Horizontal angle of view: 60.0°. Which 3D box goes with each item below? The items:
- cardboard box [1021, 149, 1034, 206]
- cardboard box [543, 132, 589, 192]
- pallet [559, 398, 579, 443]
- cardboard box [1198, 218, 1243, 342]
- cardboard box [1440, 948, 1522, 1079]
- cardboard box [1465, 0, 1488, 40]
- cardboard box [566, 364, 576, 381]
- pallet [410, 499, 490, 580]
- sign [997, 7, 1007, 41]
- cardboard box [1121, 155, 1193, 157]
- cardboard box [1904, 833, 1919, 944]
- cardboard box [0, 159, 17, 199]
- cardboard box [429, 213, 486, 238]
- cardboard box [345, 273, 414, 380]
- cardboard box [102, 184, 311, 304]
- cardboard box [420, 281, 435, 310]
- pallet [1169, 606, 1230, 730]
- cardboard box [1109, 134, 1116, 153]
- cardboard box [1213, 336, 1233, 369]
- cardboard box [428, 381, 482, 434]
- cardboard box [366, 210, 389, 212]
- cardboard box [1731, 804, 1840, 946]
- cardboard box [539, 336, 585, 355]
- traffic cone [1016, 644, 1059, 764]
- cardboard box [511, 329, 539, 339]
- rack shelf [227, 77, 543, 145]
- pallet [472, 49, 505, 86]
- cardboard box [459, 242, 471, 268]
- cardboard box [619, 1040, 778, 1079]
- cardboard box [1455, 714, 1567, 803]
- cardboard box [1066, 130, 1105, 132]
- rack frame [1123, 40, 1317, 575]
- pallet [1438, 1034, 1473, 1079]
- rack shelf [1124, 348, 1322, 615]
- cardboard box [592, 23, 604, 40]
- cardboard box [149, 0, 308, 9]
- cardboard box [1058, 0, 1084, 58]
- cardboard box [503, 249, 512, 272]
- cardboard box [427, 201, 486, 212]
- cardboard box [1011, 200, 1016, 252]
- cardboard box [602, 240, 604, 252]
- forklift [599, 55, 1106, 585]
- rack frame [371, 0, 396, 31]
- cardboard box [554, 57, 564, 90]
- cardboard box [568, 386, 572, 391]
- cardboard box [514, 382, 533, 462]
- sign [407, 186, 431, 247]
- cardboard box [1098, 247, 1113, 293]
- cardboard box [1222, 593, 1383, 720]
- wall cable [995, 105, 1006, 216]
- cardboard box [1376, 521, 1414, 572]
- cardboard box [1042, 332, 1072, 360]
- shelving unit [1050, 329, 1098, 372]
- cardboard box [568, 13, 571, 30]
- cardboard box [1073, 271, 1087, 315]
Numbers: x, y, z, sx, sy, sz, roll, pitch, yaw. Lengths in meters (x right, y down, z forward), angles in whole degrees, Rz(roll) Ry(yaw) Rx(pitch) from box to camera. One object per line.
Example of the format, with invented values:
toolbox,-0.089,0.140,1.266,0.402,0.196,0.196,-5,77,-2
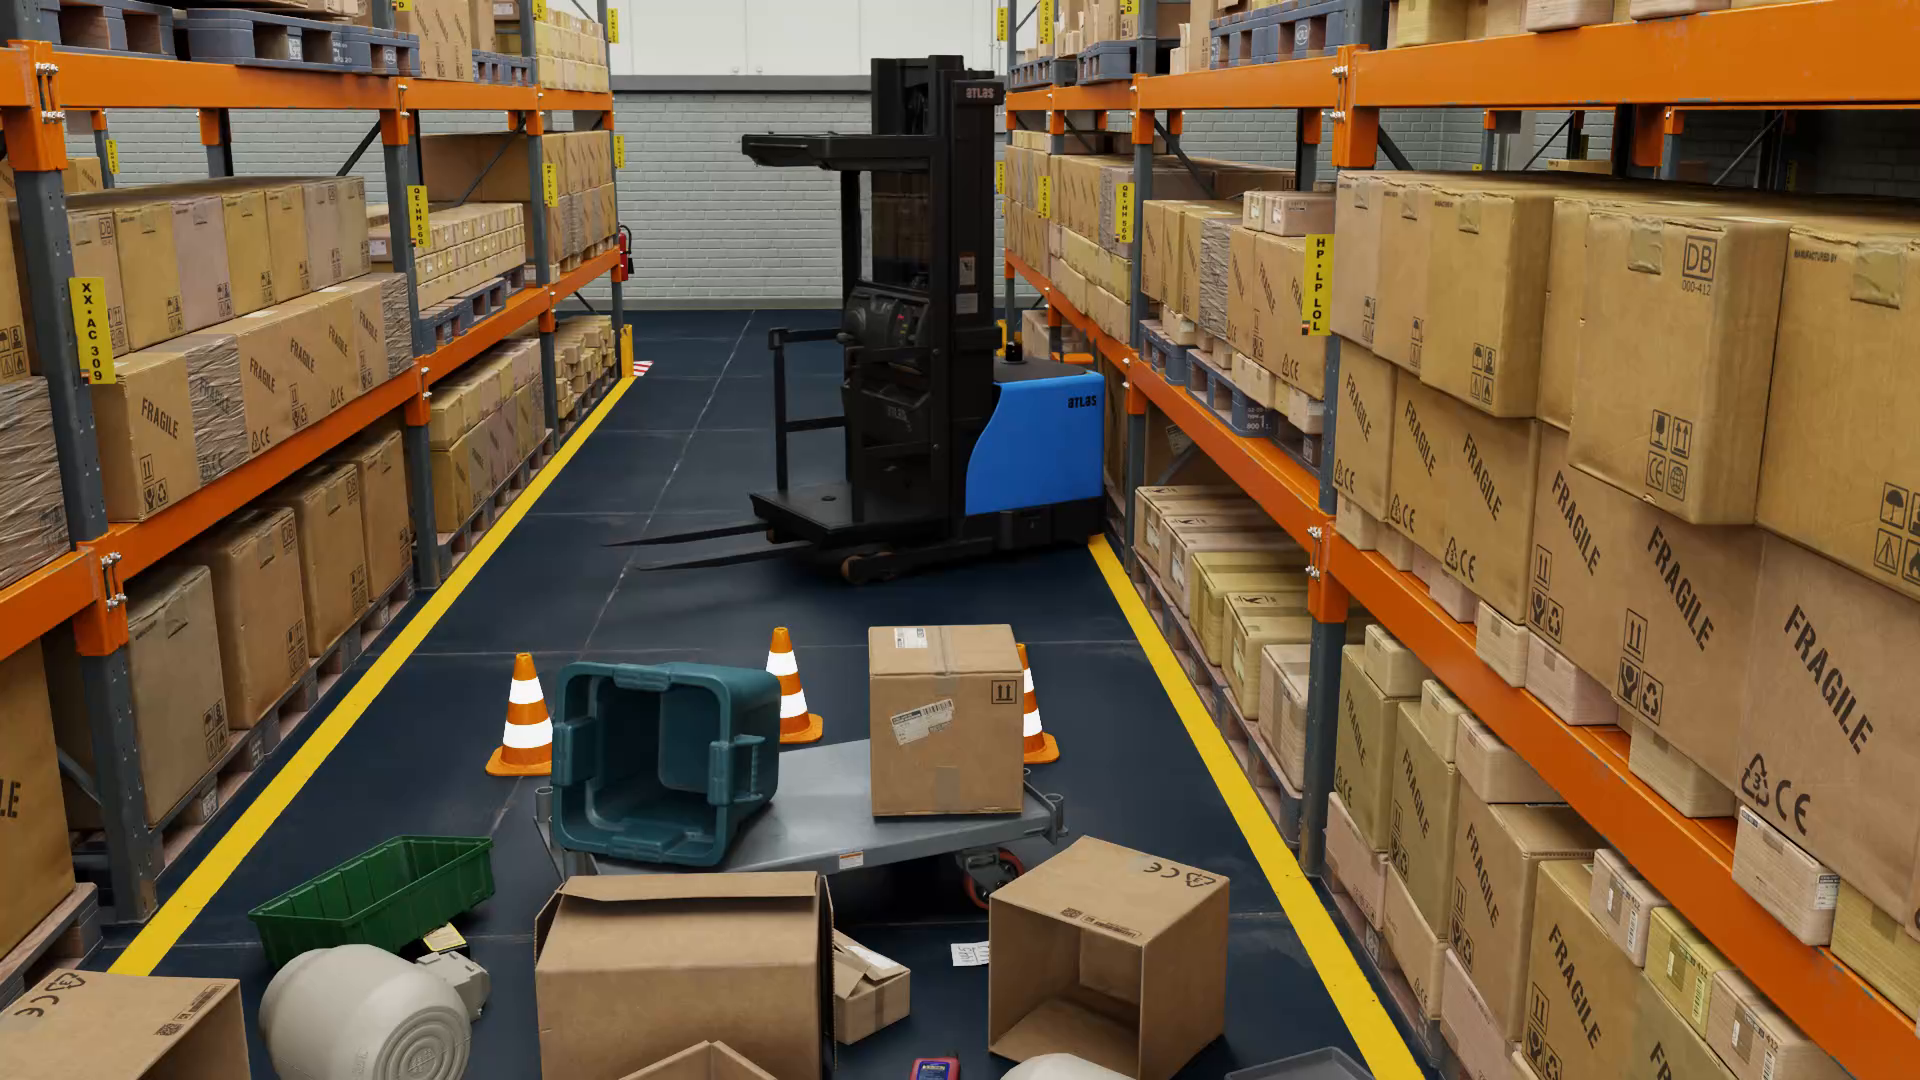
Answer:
cardboard box,0.832,-3.289,15.082,0.500,0.500,0.500,-1,14,-3
cardboard box,-3.574,-3.339,14.679,0.500,0.500,0.500,-1,14,-5
pallet,-3.788,-0.980,13.912,1.003,0.211,1.213,-1,14,-3
cardboard box,1.370,-1.165,7.395,0.500,0.500,0.500,-1,14,-6
cardboard box,1.566,1.268,4.255,0.500,0.250,0.500,-1,14,-4
cardboard box,1.580,-1.400,4.431,0.380,0.149,0.250,-1,14,-3
cardboard box,-3.578,-1.483,14.554,0.380,0.149,0.250,0,14,-1
pallet,-3.510,-0.013,10.154,1.003,0.211,1.213,-1,14,-3
sign,0.421,-5.168,16.658,0.100,0.325,0.005,-1,14,-3
cardboard box,1.502,-2.691,12.758,0.500,0.500,0.500,0,14,-2
cardboard box,1.658,0.396,2.171,0.500,0.500,0.500,-1,14,-4
cardboard box,-9.124,-3.294,15.509,0.500,0.500,0.500,-1,14,-5
cardboard box,-3.411,-2.113,11.186,0.380,0.149,0.250,-2,15,-6
cardboard box,-3.167,-1.110,8.619,0.500,0.500,0.500,-1,14,-3
cardboard box,-3.378,-1.337,7.495,0.700,0.500,0.500,-1,14,-4
cardboard box,-3.306,-1.432,9.734,0.380,0.149,0.250,0,14,-1
pallet,1.591,0.577,7.861,1.003,0.211,1.213,-1,14,-3
cardboard box,1.431,-3.258,13.662,0.380,0.149,0.250,-1,14,-3
cardboard box,1.358,-0.866,7.534,0.380,0.149,0.250,0,14,-2
cardboard box,-3.296,-0.827,10.388,0.500,0.250,0.500,-1,14,-4
cardboard box,-4.096,-2.234,11.655,0.380,0.149,0.250,-1,14,-4
cardboard box,1.563,0.562,2.827,0.380,0.149,0.250,-1,14,-2
cardboard box,-3.597,-1.753,15.004,0.380,0.149,0.250,-1,14,-3
traffic cone,0.245,0.666,7.010,0.336,0.463,0.334,-1,14,-3
cardboard box,-4.135,-1.873,15.472,0.380,0.149,0.250,0,14,-1
rack shelf,-3.587,-2.771,10.700,1.077,0.370,4.000,-1,14,-3
pallet,-3.712,-3.113,10.962,1.213,0.211,1.003,-1,14,-3
cardboard box,-3.374,-1.839,10.717,0.380,0.149,0.250,-1,14,-4
cardboard box,-0.669,1.530,3.570,0.797,0.503,0.637,-13,20,-42
cardboard box,1.487,0.553,4.228,0.380,0.149,0.250,0,14,0
cardboard box,1.237,-3.958,16.382,0.380,0.149,0.250,-1,14,-2
rack frame,1.471,-1.271,9.446,1.000,3.000,0.127,-1,14,-3
pallet,1.875,1.545,4.098,1.003,0.211,1.213,-1,14,-3
rack shelf,1.595,-0.425,7.602,1.077,0.370,4.000,-1,14,-3
cardboard box,-3.645,-4.896,16.013,0.380,0.149,0.250,-1,14,-4
cardboard box,-3.076,-2.494,6.936,0.500,0.500,0.500,-1,14,-3
cardboard box,0.989,-3.746,12.004,0.500,0.500,0.500,-1,14,-4
cardboard box,-3.458,-2.023,12.032,0.380,0.149,0.250,-1,14,-4
cardboard box,-4.023,-2.472,13.318,0.500,0.500,0.500,-1,14,-3
cardboard box,0.778,-3.060,16.197,0.500,0.500,0.500,-1,14,-4
cardboard box,-3.648,-2.836,16.033,0.380,0.149,0.250,-1,14,-4
forklift,-0.615,-1.312,9.744,3.031,2.935,1.130,-9,17,-30
rack frame,-3.463,-4.075,8.303,1.000,3.000,0.127,-1,14,-3
cardboard box,-3.516,-3.788,13.509,0.500,0.250,0.500,-1,14,-4
cardboard box,-3.496,-1.209,14.086,0.380,0.149,0.250,-1,14,-4
cardboard box,-3.382,-0.849,11.980,0.500,0.500,0.500,-1,14,-5
sign,-2.909,-1.739,8.943,0.100,0.325,0.005,-1,14,-3
cardboard box,1.152,-1.684,10.350,0.500,0.250,0.500,-1,14,-5
cardboard box,1.636,0.484,7.056,0.950,0.372,0.625,0,14,0
wall cable,0.603,-5.170,22.497,0.585,1.953,0.123,-1,14,-3
cardboard box,1.486,-0.009,5.046,0.380,0.149,0.250,0,14,-2
cardboard box,1.236,-1.609,15.058,0.875,0.438,0.875,-1,14,-5
shelving unit,0.768,-0.771,11.093,0.258,1.200,0.503,-3,14,-3
cardboard box,-3.550,-4.448,14.272,0.380,0.149,0.250,-1,14,-5
cardboard box,1.058,-1.699,11.409,0.500,0.250,0.500,-1,14,-4
